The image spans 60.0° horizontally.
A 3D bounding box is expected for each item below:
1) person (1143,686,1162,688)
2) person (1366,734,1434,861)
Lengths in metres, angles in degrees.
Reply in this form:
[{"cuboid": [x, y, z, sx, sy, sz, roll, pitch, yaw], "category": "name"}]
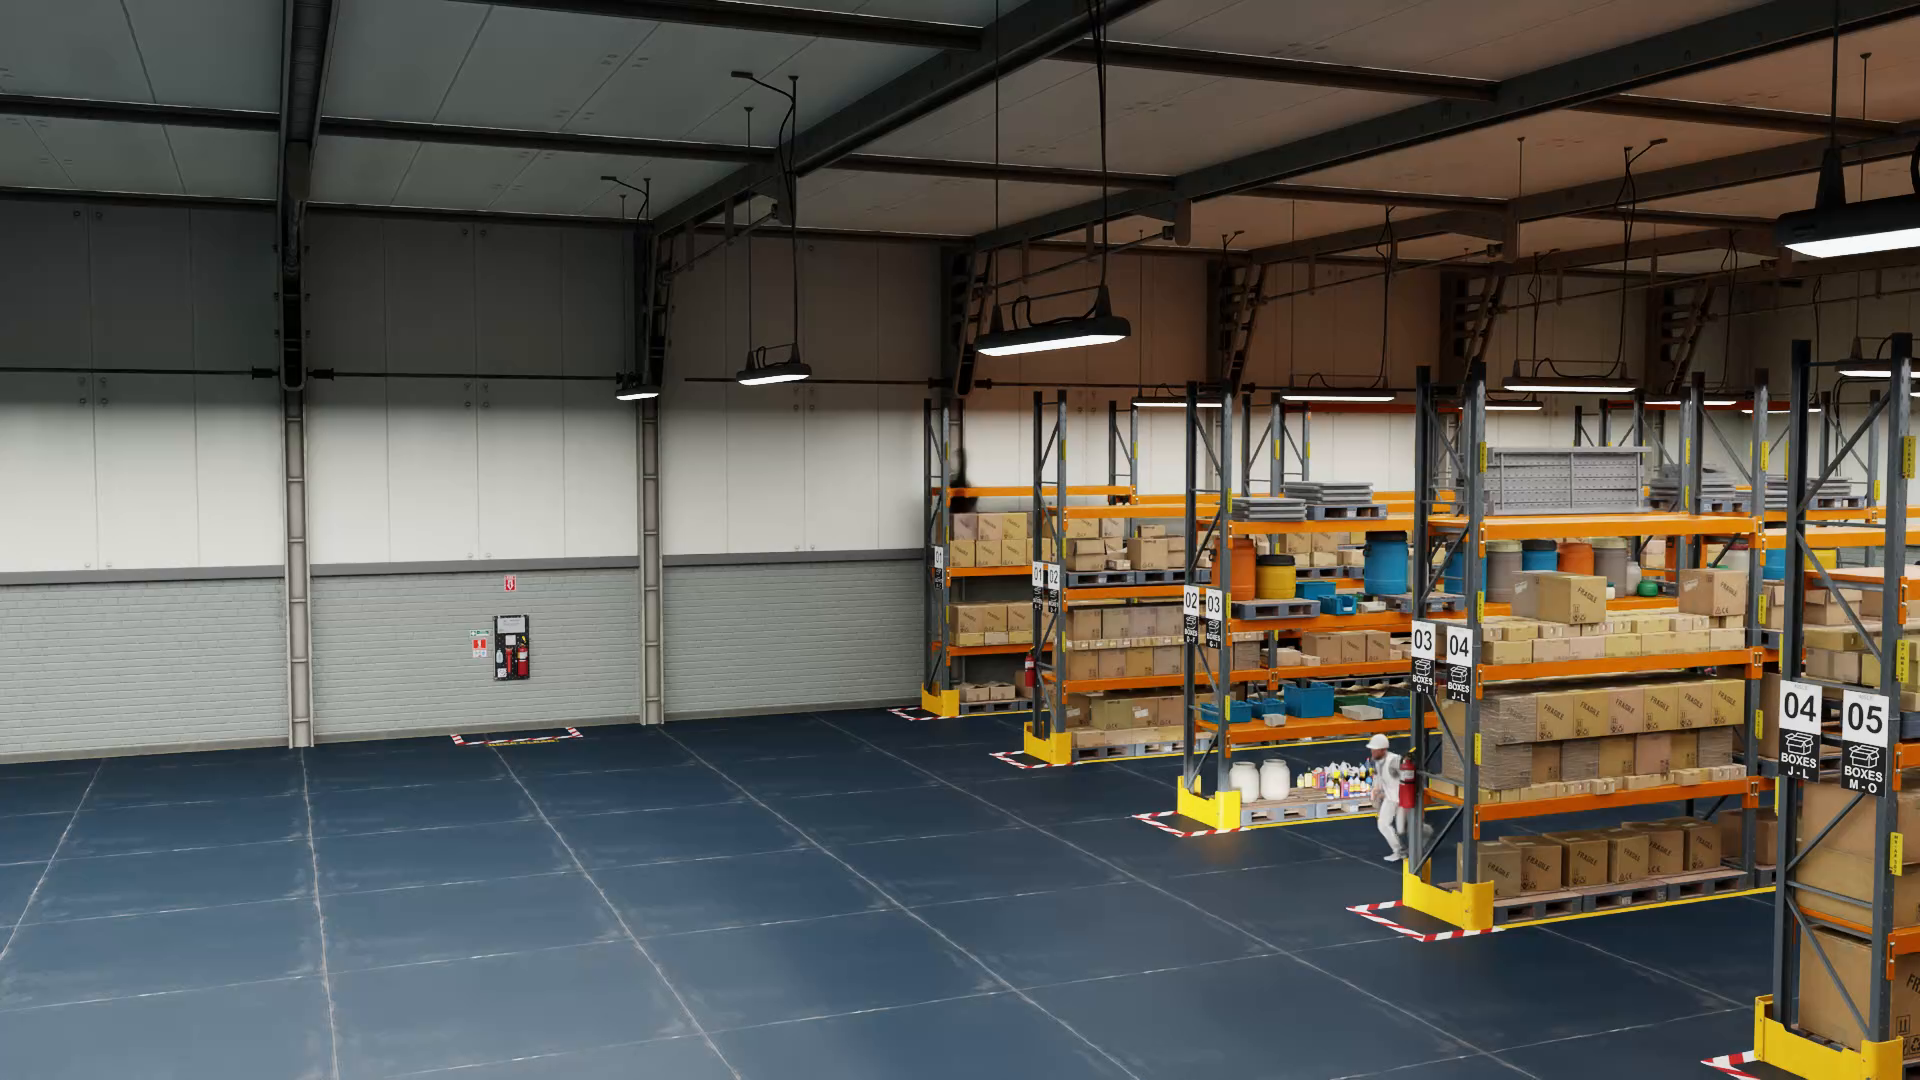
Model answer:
[{"cuboid": [3.461, 2.659, 29.823, 1.093, 1.446, 0.582, 0, 3, -4], "category": "person"}, {"cuboid": [5.441, 3.164, 20.487, 1.022, 1.597, 0.664, -2, 4, -24], "category": "person"}]
